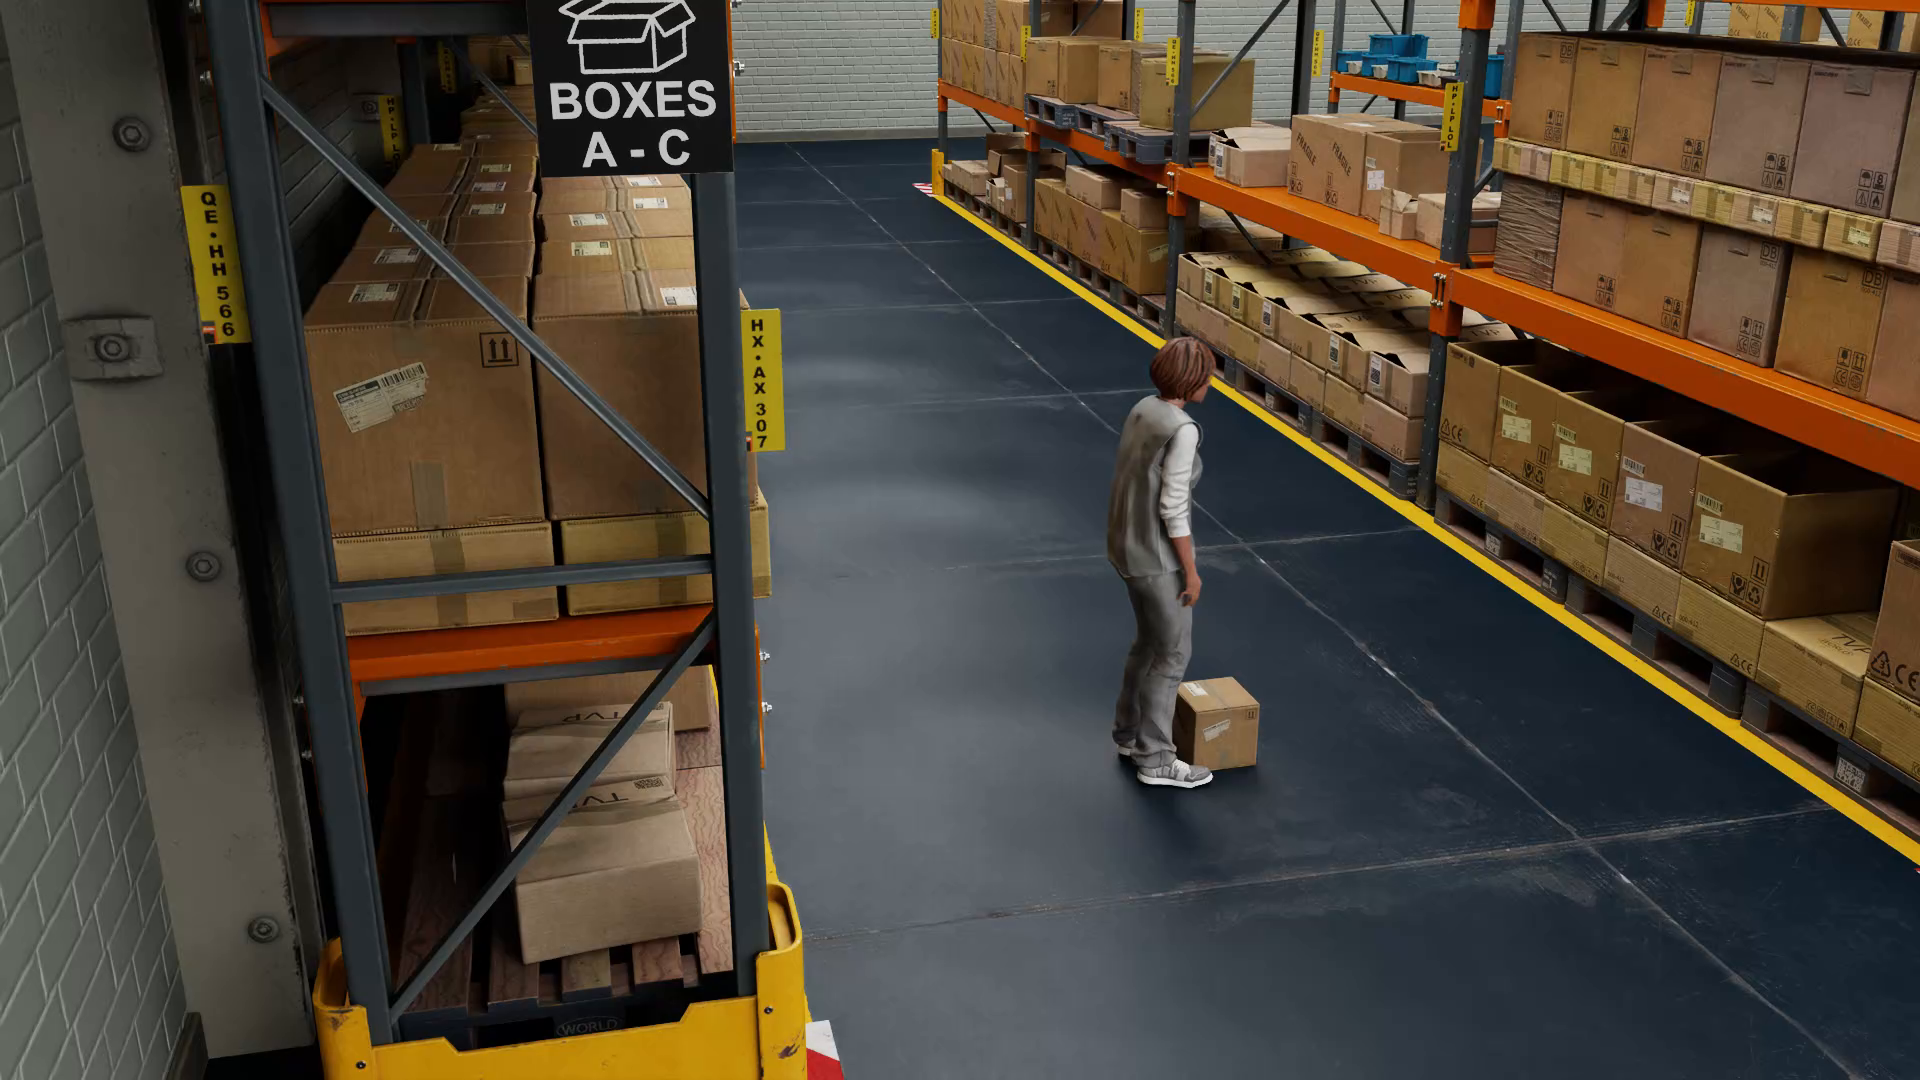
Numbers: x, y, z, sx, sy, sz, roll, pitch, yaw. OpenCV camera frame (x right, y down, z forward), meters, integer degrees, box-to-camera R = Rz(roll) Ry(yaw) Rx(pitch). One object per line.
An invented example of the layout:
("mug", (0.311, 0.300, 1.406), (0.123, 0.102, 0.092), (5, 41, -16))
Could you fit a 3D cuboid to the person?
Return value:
("person", (0.707, 0.074, 5.885), (0.347, 1.593, 0.476), (-5, 21, -14))
